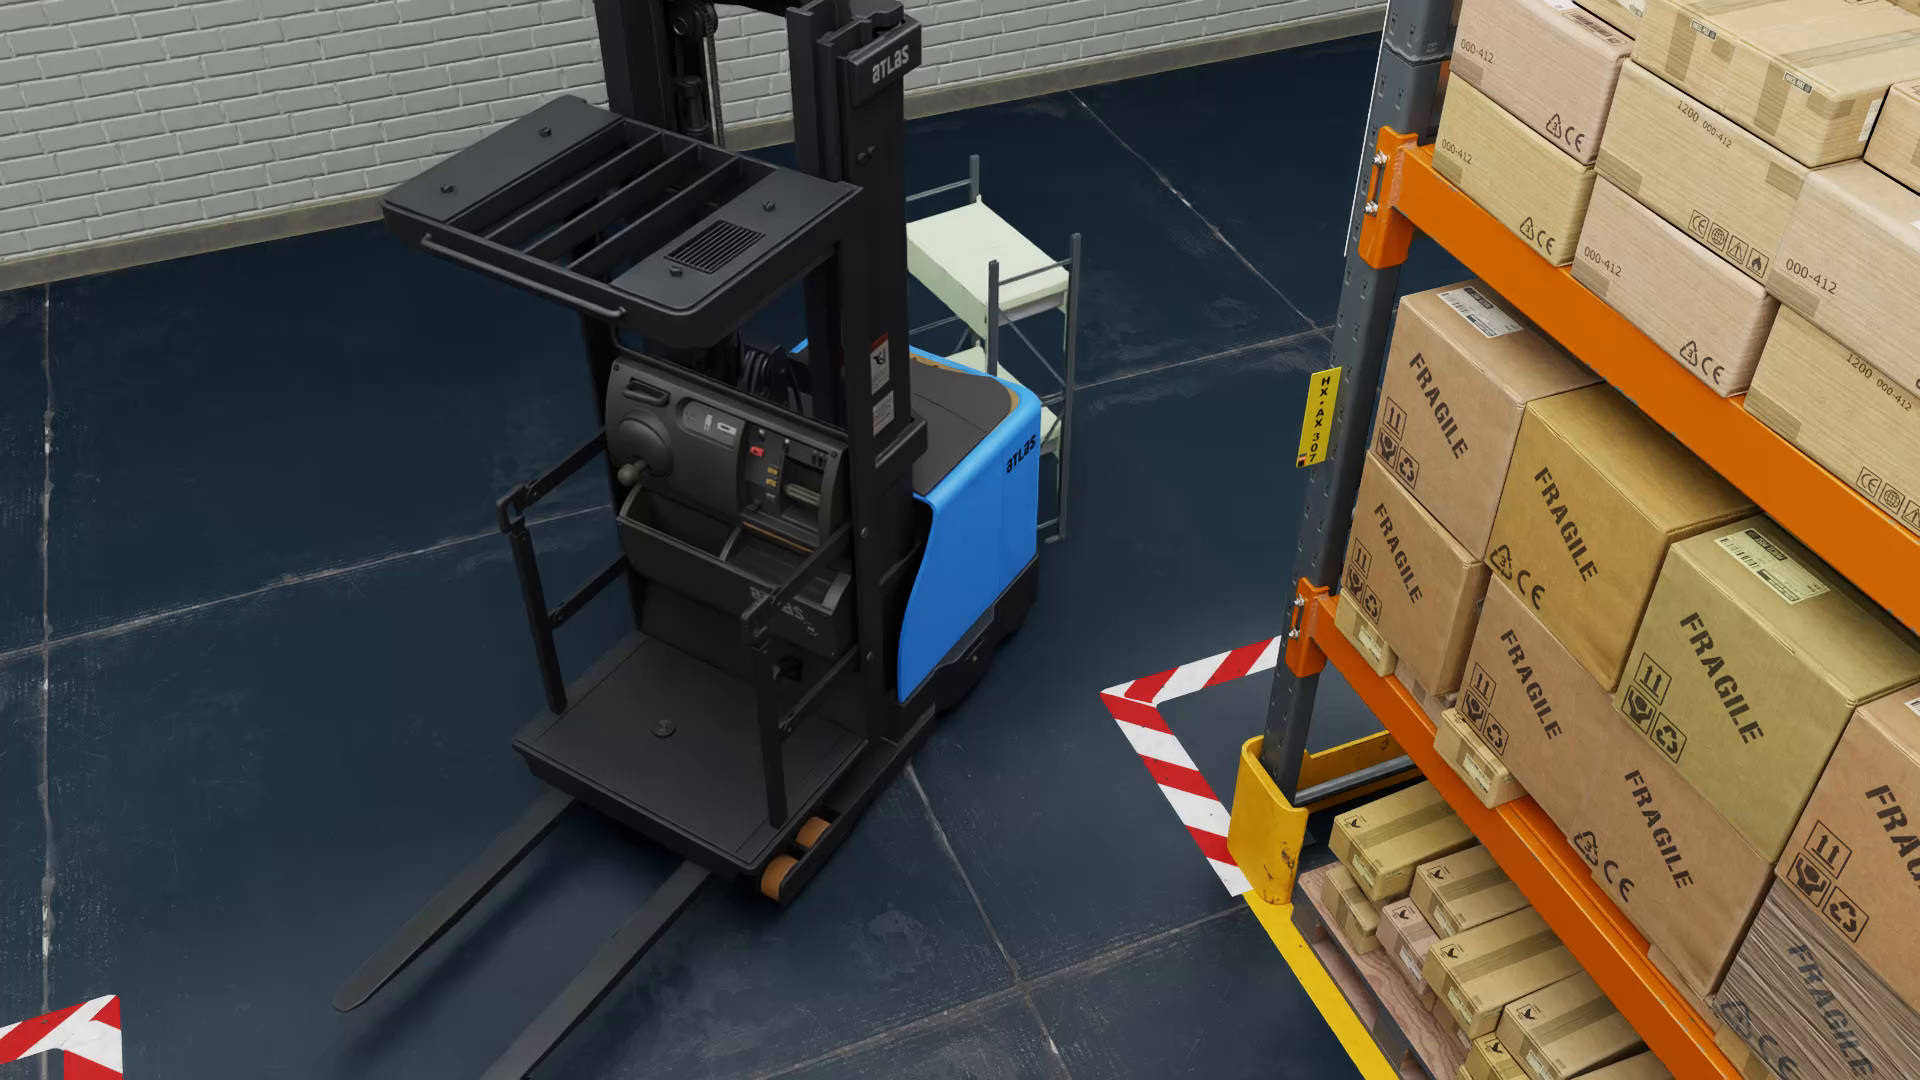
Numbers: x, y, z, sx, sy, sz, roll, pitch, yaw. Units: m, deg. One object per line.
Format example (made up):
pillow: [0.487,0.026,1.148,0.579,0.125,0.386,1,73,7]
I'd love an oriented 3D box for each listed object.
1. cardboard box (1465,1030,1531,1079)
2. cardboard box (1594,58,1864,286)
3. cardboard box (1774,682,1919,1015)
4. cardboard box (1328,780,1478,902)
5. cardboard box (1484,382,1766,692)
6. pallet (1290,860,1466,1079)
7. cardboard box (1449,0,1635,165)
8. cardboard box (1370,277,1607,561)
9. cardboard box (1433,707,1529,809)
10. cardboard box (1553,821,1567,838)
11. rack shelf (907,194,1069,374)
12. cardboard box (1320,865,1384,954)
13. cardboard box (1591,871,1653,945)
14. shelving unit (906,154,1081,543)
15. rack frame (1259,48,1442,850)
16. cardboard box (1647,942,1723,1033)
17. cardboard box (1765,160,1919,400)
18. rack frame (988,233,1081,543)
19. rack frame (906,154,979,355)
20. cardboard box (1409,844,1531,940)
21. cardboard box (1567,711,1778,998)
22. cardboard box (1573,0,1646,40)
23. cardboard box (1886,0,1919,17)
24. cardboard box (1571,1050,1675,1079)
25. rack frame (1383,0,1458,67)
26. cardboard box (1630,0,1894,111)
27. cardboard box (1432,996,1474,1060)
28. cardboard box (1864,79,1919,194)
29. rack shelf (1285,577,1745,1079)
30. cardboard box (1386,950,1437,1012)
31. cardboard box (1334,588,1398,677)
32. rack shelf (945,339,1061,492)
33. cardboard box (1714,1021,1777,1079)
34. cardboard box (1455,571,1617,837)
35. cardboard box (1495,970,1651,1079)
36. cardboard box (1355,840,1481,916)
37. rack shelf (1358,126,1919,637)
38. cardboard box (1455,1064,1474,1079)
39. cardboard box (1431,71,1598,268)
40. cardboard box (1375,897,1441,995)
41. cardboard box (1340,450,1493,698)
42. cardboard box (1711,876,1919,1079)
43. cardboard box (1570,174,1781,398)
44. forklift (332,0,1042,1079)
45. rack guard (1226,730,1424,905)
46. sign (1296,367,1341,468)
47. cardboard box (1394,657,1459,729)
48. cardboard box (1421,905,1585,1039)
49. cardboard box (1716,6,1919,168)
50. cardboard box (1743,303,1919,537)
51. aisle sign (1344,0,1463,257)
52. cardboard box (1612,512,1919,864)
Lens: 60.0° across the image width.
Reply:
cardboard box: [1.703,1.524,4.813,0.380,0.149,0.250,-14,43,-16]
cardboard box: [1.643,-0.777,3.284,0.500,0.250,0.500,-16,43,-17]
cardboard box: [2.016,0.584,3.199,0.500,0.500,0.500,-16,43,-18]
cardboard box: [1.401,0.946,5.257,0.380,0.149,0.250,-17,44,-19]
cardboard box: [1.640,-0.041,3.926,0.500,0.500,0.500,-14,43,-16]
pallet: [1.821,1.451,5.401,1.003,0.211,1.213,-15,43,-17]
cardboard box: [1.446,-1.085,3.642,0.500,0.250,0.500,-14,43,-16]
cardboard box: [1.441,-0.344,4.277,0.500,0.500,0.500,-15,43,-17]
cardboard box: [1.524,0.540,4.514,0.380,0.149,0.250,-16,43,-18]
cardboard box: [1.750,0.662,4.372,0.380,0.149,0.250,-13,42,-15]
rack shelf: [0.092,-1.022,6.690,0.431,0.370,0.720,-22,45,-23]
cardboard box: [1.419,1.167,5.457,0.380,0.149,0.250,-14,43,-16]
cardboard box: [1.831,0.832,4.175,0.380,0.149,0.250,-16,43,-17]
shelving unit: [0.092,-0.726,6.944,0.431,1.500,0.755,-22,45,-23]
rack frame: [1.514,-0.150,5.124,1.000,3.000,0.127,-15,43,-17]
cardboard box: [1.899,0.987,3.994,0.380,0.149,0.250,-16,43,-18]
cardboard box: [1.825,-0.470,2.927,0.500,0.250,0.500,-15,43,-16]
rack frame: [0.282,-0.522,6.707,0.400,1.500,0.023,-22,45,-23]
rack frame: [-0.098,-0.930,7.182,0.400,1.500,0.023,-22,45,-23]
cardboard box: [1.617,1.082,5.099,0.380,0.149,0.250,-14,43,-16]
cardboard box: [1.835,0.653,3.886,0.500,0.500,0.500,-15,43,-16]
cardboard box: [1.509,-1.162,3.426,0.380,0.149,0.250,-13,42,-15]
cardboard box: [2.016,-1.117,3.374,0.380,0.149,0.250,-16,43,-18]
cardboard box: [1.864,1.564,4.539,0.380,0.149,0.250,-14,43,-15]
rack frame: [1.514,-2.425,3.168,1.000,3.000,0.127,-15,43,-17]
cardboard box: [1.545,-0.980,3.214,0.380,0.149,0.250,-15,43,-17]
cardboard box: [1.696,1.452,5.126,0.380,0.149,0.250,-15,43,-16]
cardboard box: [1.834,-0.705,2.894,0.380,0.149,0.250,-14,43,-16]
rack shelf: [2.279,1.327,3.958,1.077,0.370,4.000,-15,43,-17]
cardboard box: [1.595,1.304,5.297,0.380,0.149,0.250,-15,43,-17]
cardboard box: [1.335,0.222,4.884,0.380,0.149,0.250,-15,43,-17]
rack shelf: [0.092,-0.479,7.157,0.431,0.370,0.720,-22,45,-23]
cardboard box: [1.979,1.149,3.806,0.380,0.149,0.250,-14,43,-15]
cardboard box: [1.659,0.354,4.233,0.500,0.500,0.500,-15,43,-17]
cardboard box: [1.767,1.395,4.736,0.380,0.149,0.250,-17,44,-19]
cardboard box: [1.477,1.038,5.378,0.380,0.149,0.250,-13,42,-15]
rack shelf: [2.279,0.190,2.980,1.077,0.370,4.000,-15,43,-17]
cardboard box: [1.693,1.633,4.915,0.380,0.149,0.250,-15,43,-16]
cardboard box: [1.450,-0.897,3.807,0.500,0.250,0.500,-14,43,-15]
cardboard box: [1.530,1.217,5.170,0.380,0.149,0.250,-15,43,-17]
cardboard box: [1.431,0.038,4.600,0.500,0.500,0.500,-13,42,-15]
cardboard box: [2.035,0.958,3.531,0.500,0.500,0.500,-16,43,-18]
cardboard box: [1.647,-0.578,3.436,0.500,0.250,0.500,-14,43,-15]
forklift: [-0.886,-0.206,5.242,1.130,2.935,3.031,22,45,24]
rack guard: [1.543,0.843,5.886,1.175,0.500,0.348,-15,43,-17]
sign: [1.013,-0.343,4.685,0.100,0.325,0.005,-15,43,-17]
cardboard box: [1.471,0.365,4.718,0.380,0.149,0.250,-14,43,-15]
cardboard box: [1.595,1.266,4.886,0.380,0.149,0.250,-15,43,-17]
cardboard box: [1.637,-0.833,3.044,0.380,0.149,0.250,-15,43,-16]
cardboard box: [1.856,-0.271,3.079,0.500,0.250,0.500,-16,43,-18]
aisle sign: [1.209,-1.105,4.241,0.394,0.787,0.004,-15,43,-17]
cardboard box: [1.818,0.278,3.555,0.500,0.500,0.500,-16,43,-18]
